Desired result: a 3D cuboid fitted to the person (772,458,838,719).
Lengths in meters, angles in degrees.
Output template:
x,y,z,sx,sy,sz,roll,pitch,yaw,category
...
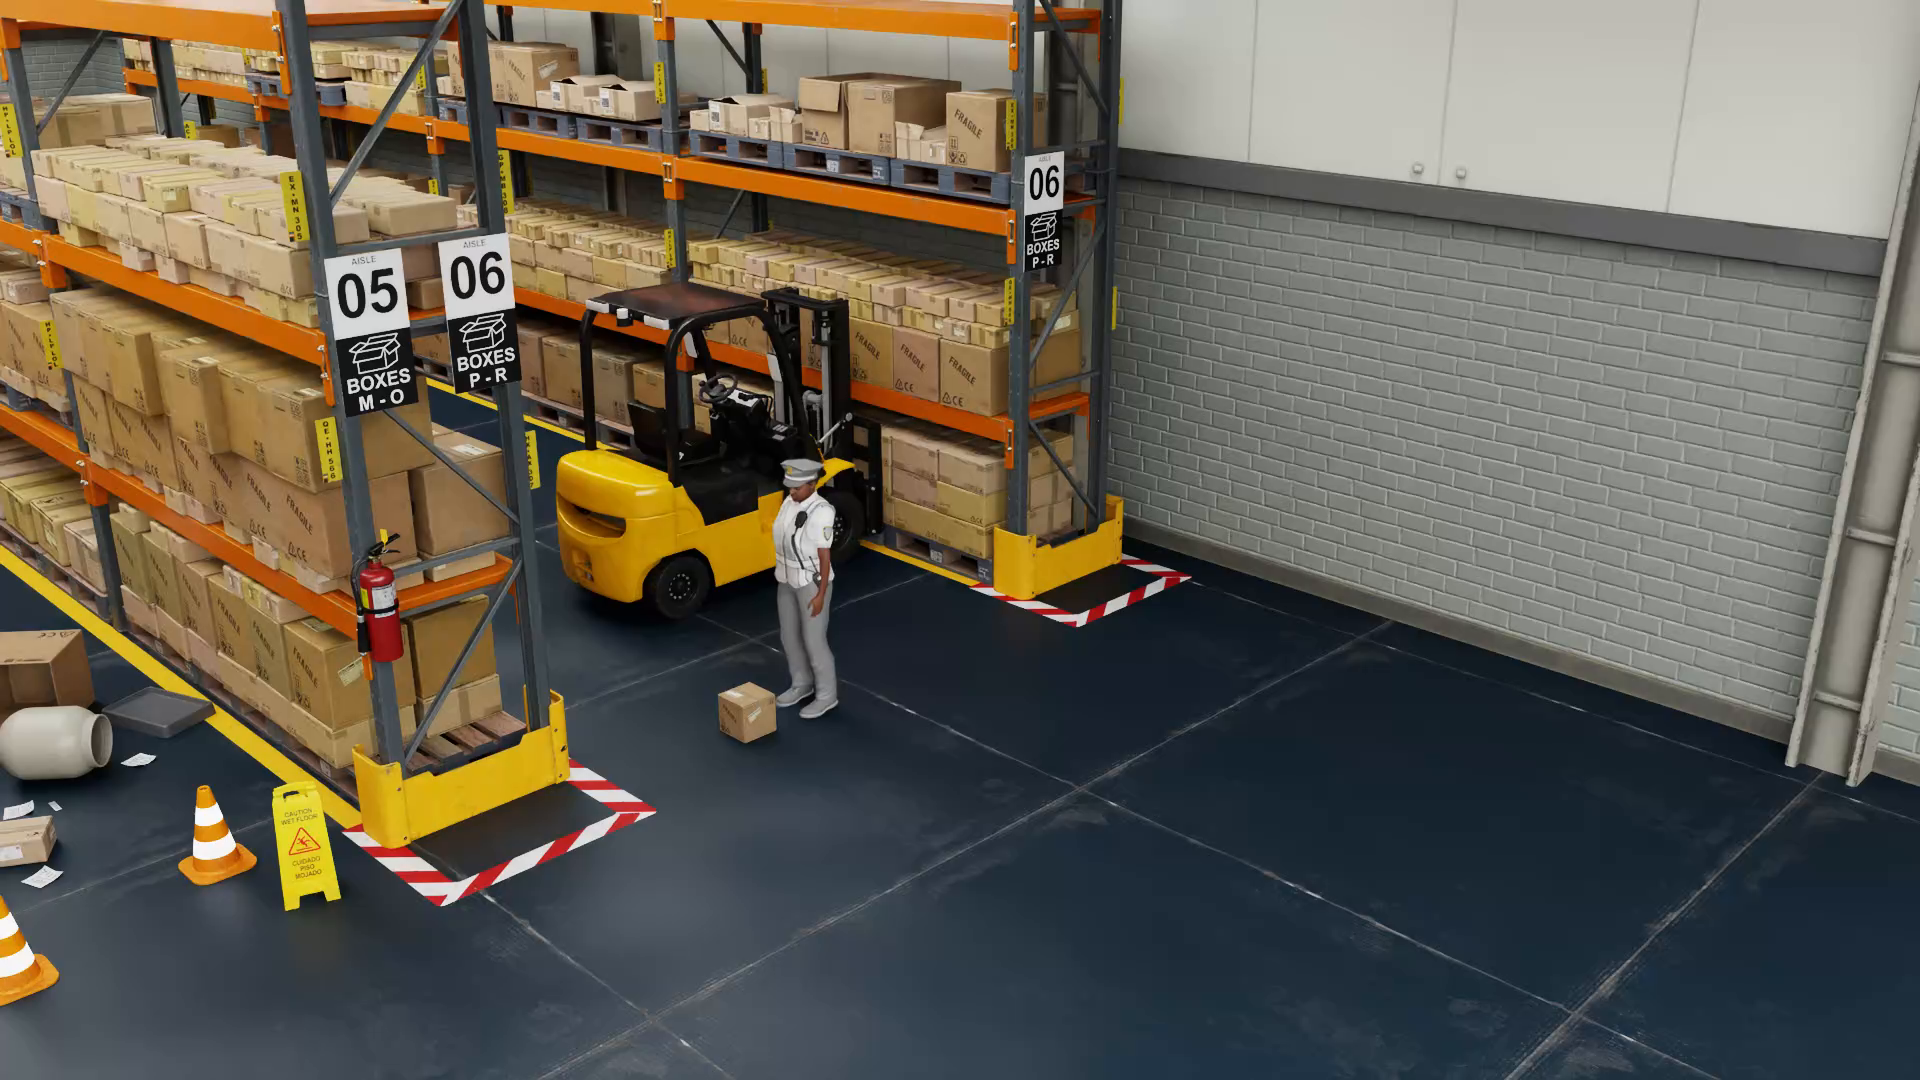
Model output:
x,y,z,sx,sy,sz,roll,pitch,yaw,category
-0.962,0.292,10.325,0.341,1.656,0.438,-19,28,-41,person
